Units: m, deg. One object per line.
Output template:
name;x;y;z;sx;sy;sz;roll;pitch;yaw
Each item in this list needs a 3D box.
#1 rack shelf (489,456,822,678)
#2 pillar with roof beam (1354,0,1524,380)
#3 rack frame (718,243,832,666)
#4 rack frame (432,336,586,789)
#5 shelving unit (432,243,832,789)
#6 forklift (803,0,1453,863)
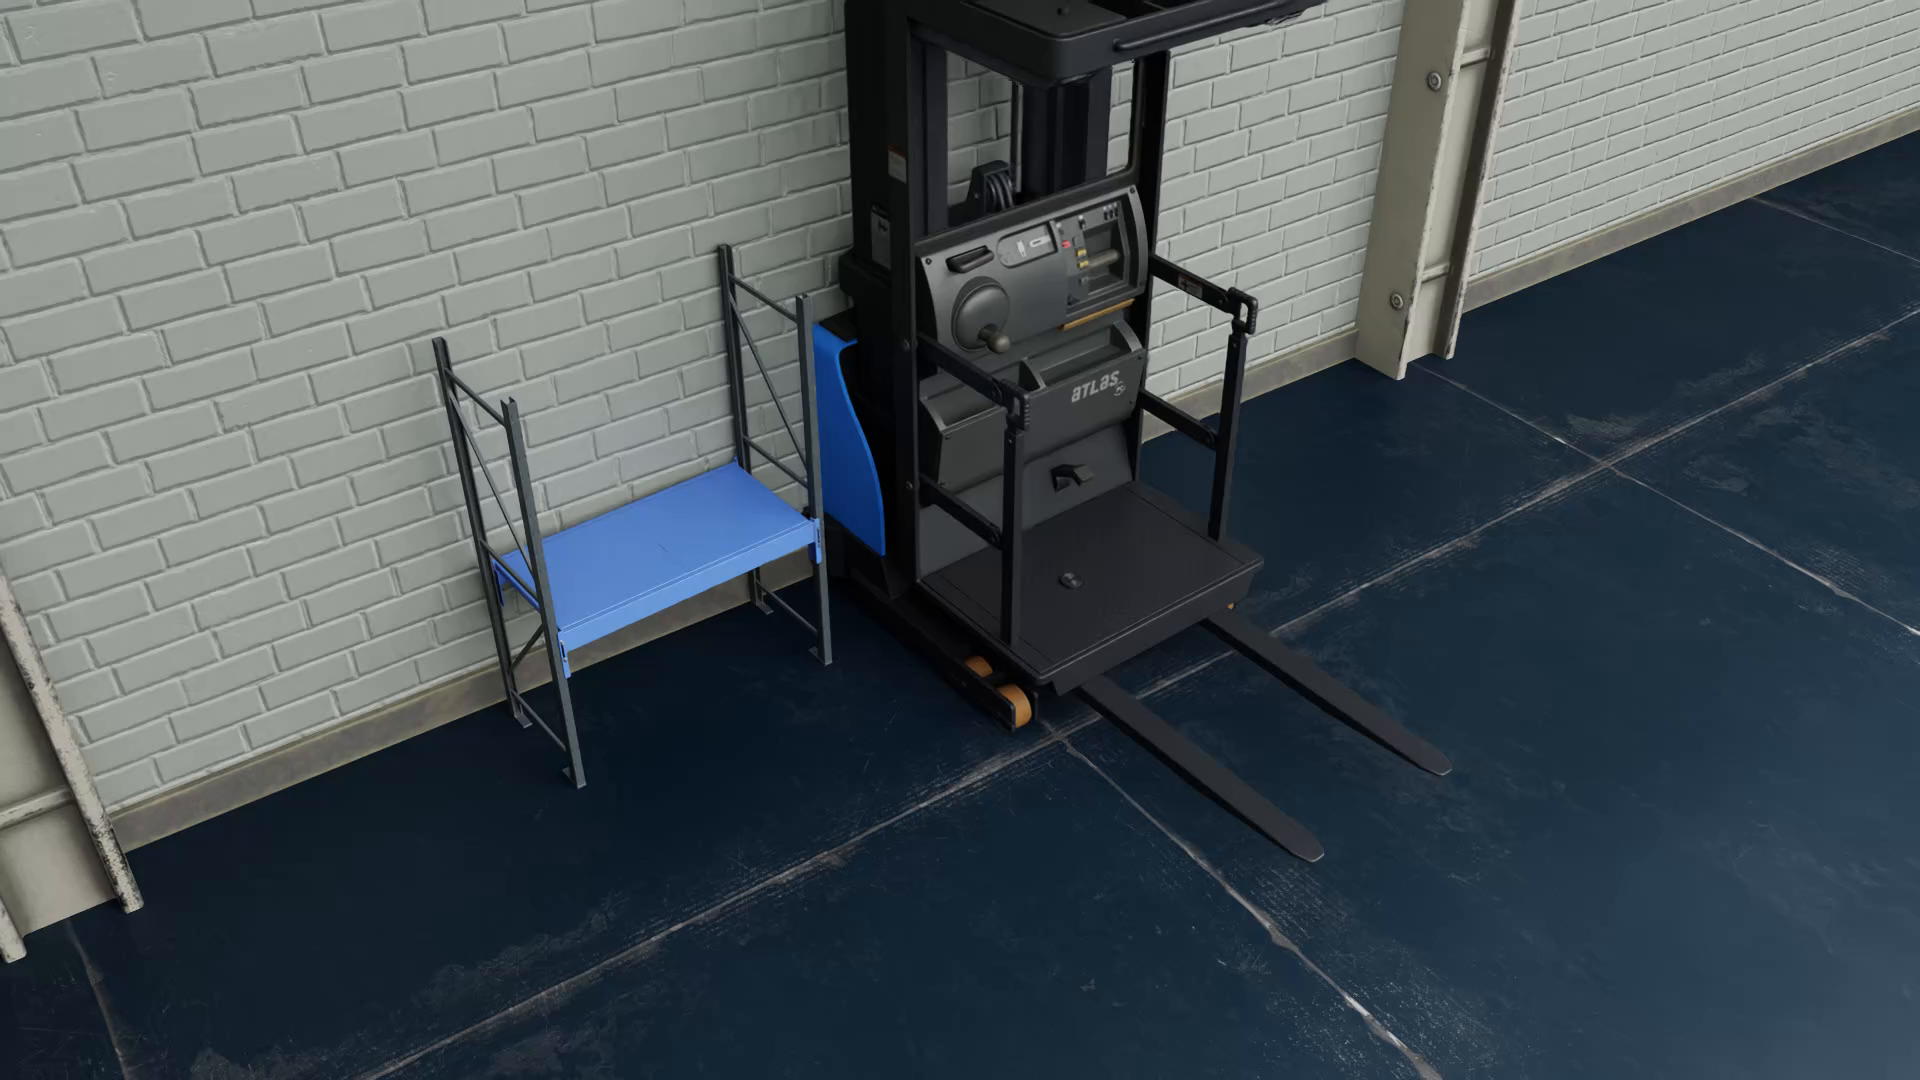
rack shelf;-1.034;0.068;5.678;1.000;0.185;0.538;-25;43;-31
pillar with roof beam;4.600;-2.486;2.499;0.400;9.000;9.100;-22;41;-28
rack frame;-0.639;-0.265;5.834;0.032;1.500;0.500;-25;43;-31
rack frame;-1.429;0.110;5.313;0.032;1.500;0.500;-25;43;-31
shelving unit;-1.034;-0.078;5.573;1.048;1.500;0.538;-25;43;-31
forklift;0.394;-0.852;5.424;1.130;2.935;3.031;-25;42;-30
